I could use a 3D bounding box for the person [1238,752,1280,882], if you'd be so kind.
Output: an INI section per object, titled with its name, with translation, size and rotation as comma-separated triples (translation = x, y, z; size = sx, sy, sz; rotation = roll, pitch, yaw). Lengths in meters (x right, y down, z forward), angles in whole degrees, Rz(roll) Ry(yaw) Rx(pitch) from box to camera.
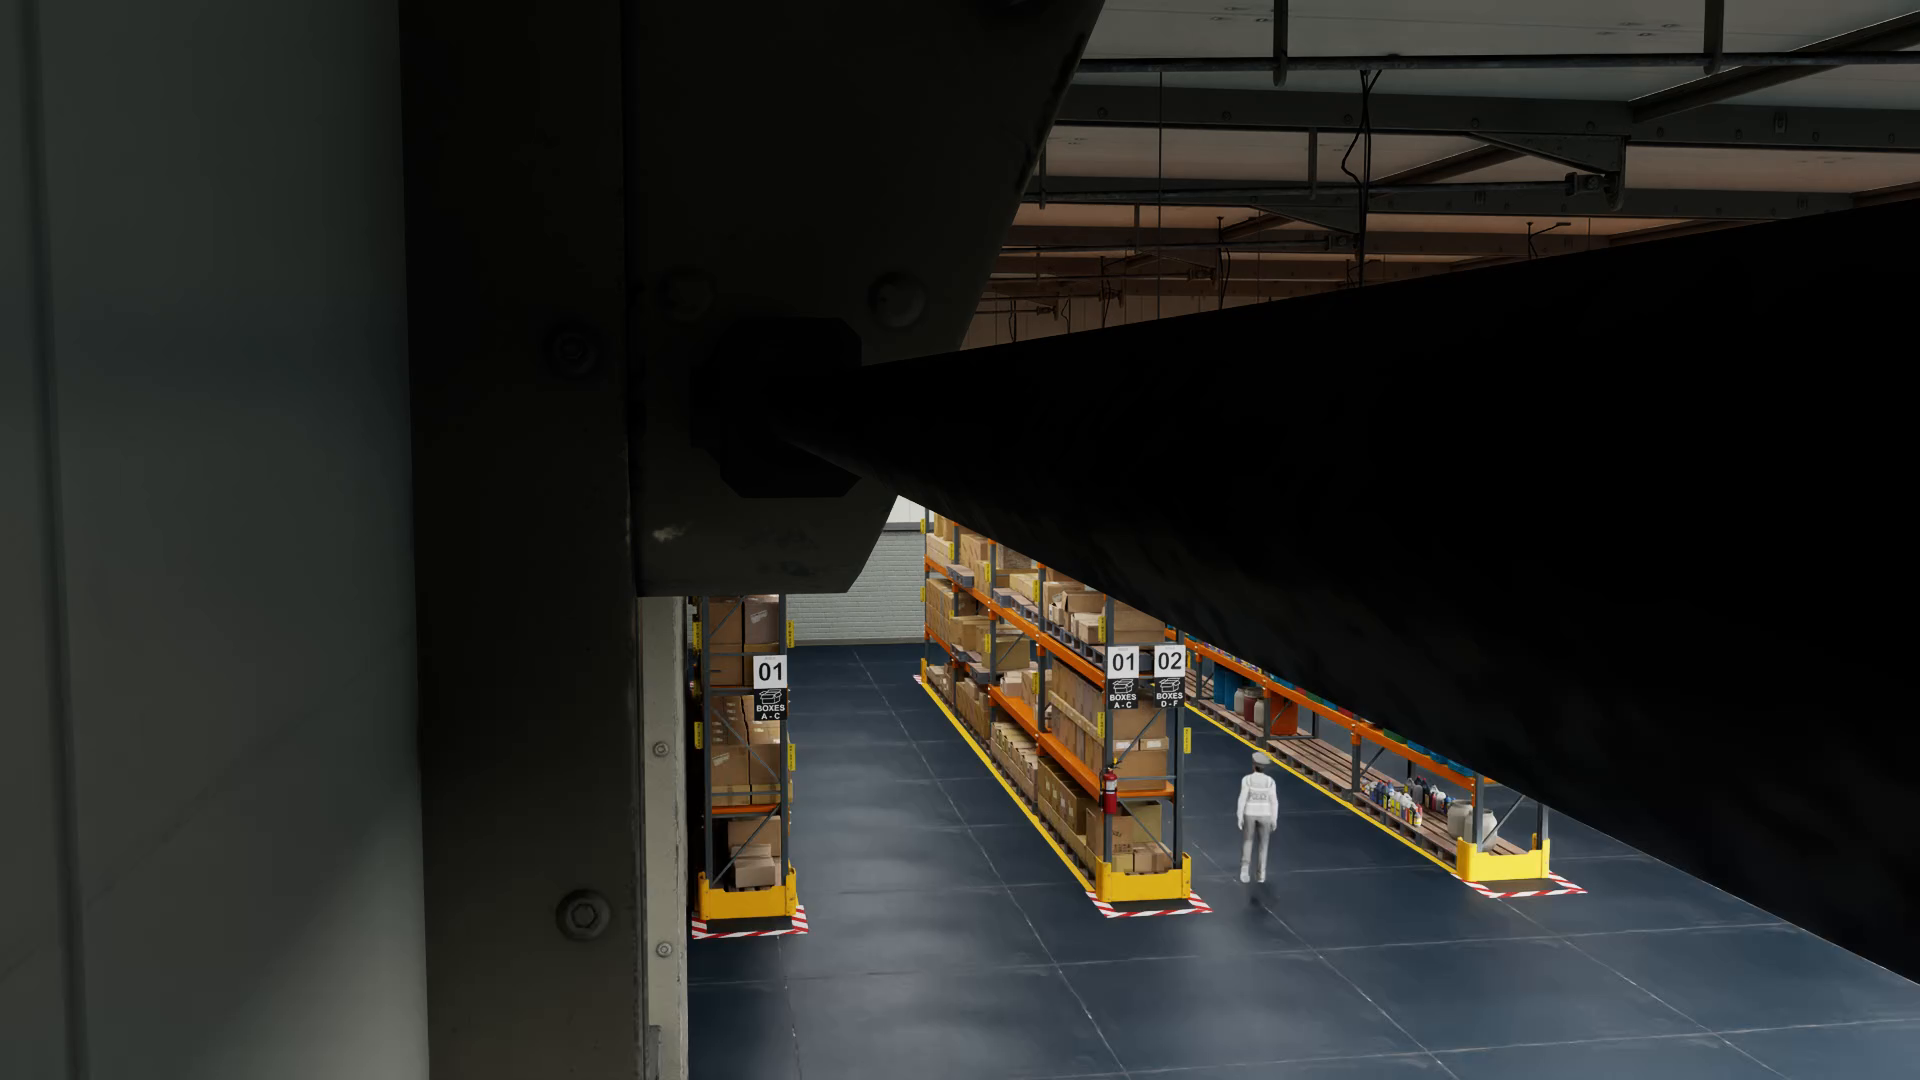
[person]
translation = 3.893, 3.580, 21.534
size = 0.499, 1.675, 0.390
rotation = 3, 6, 31
